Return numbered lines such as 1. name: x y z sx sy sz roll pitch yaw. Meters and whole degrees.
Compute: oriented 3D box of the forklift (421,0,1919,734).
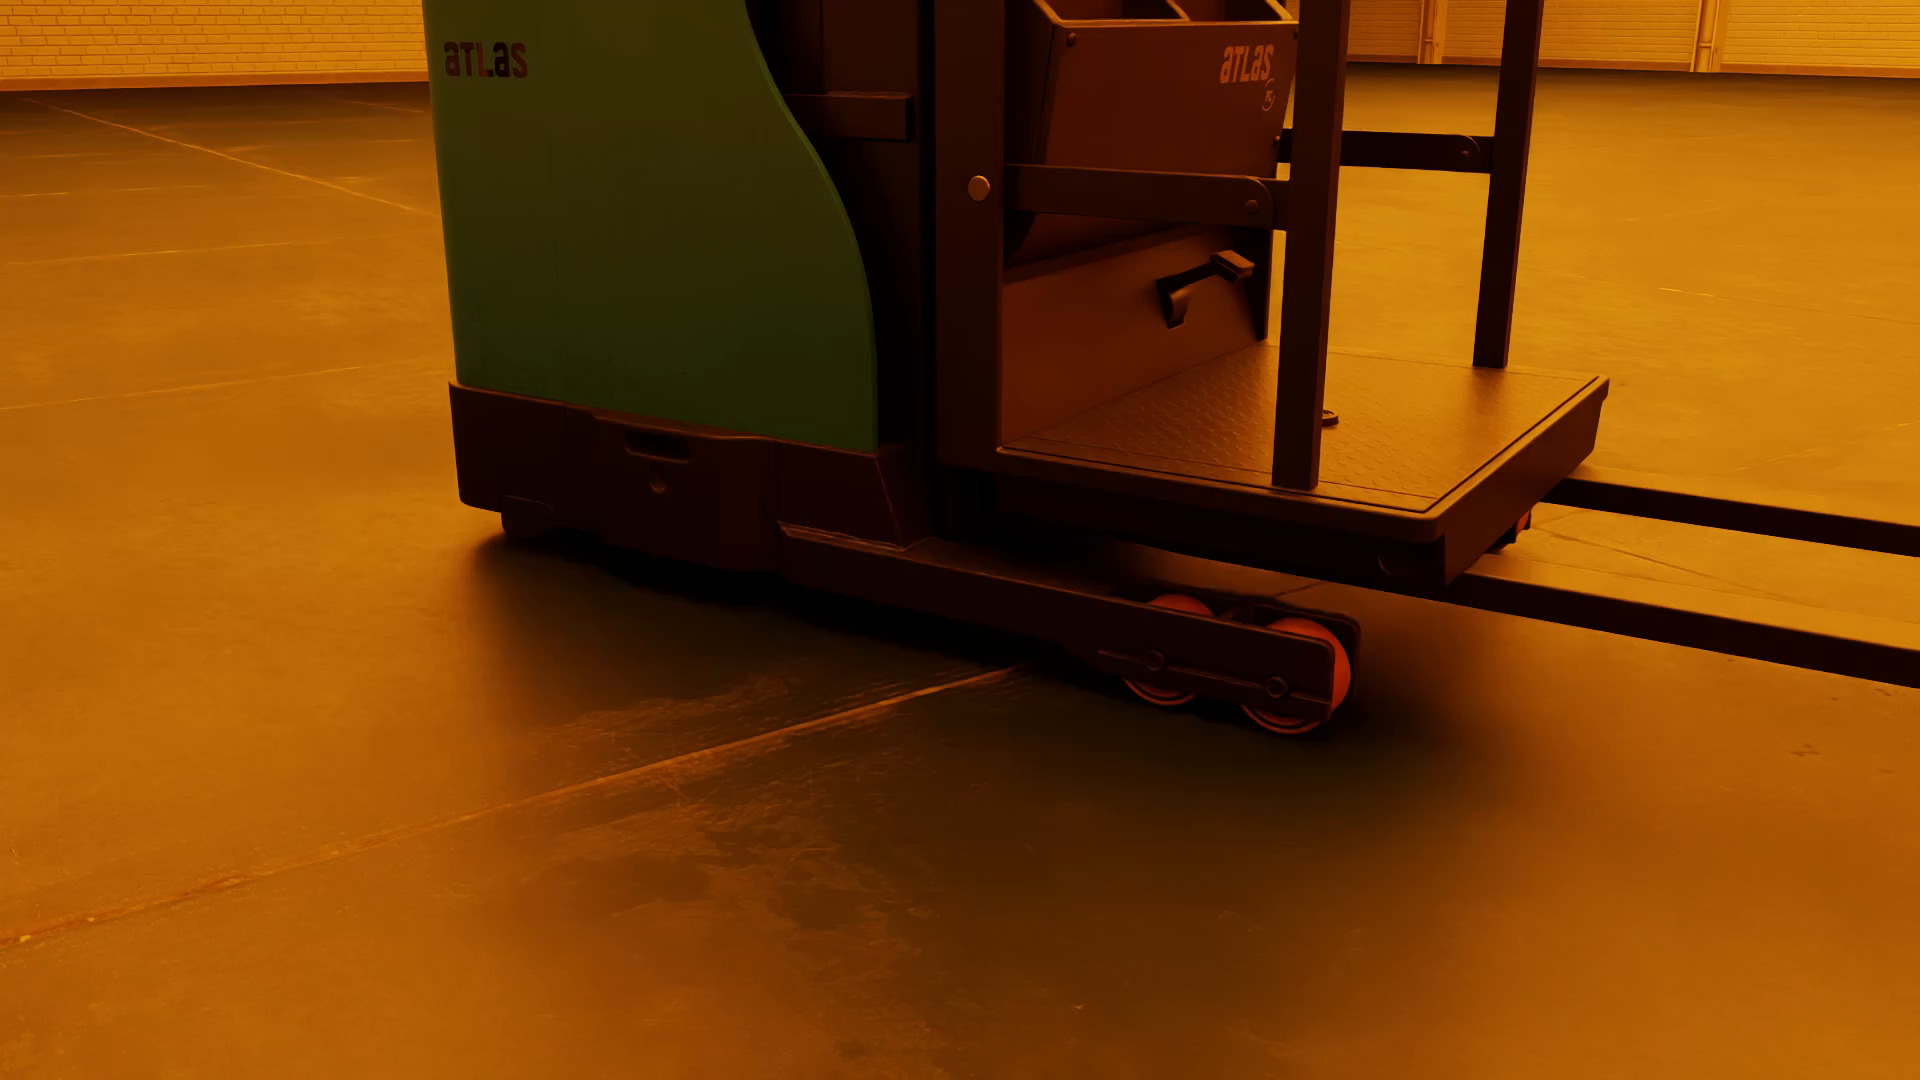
1. forklift: 0.514 -1.298 2.549 3.031 2.935 1.130 11 21 31
